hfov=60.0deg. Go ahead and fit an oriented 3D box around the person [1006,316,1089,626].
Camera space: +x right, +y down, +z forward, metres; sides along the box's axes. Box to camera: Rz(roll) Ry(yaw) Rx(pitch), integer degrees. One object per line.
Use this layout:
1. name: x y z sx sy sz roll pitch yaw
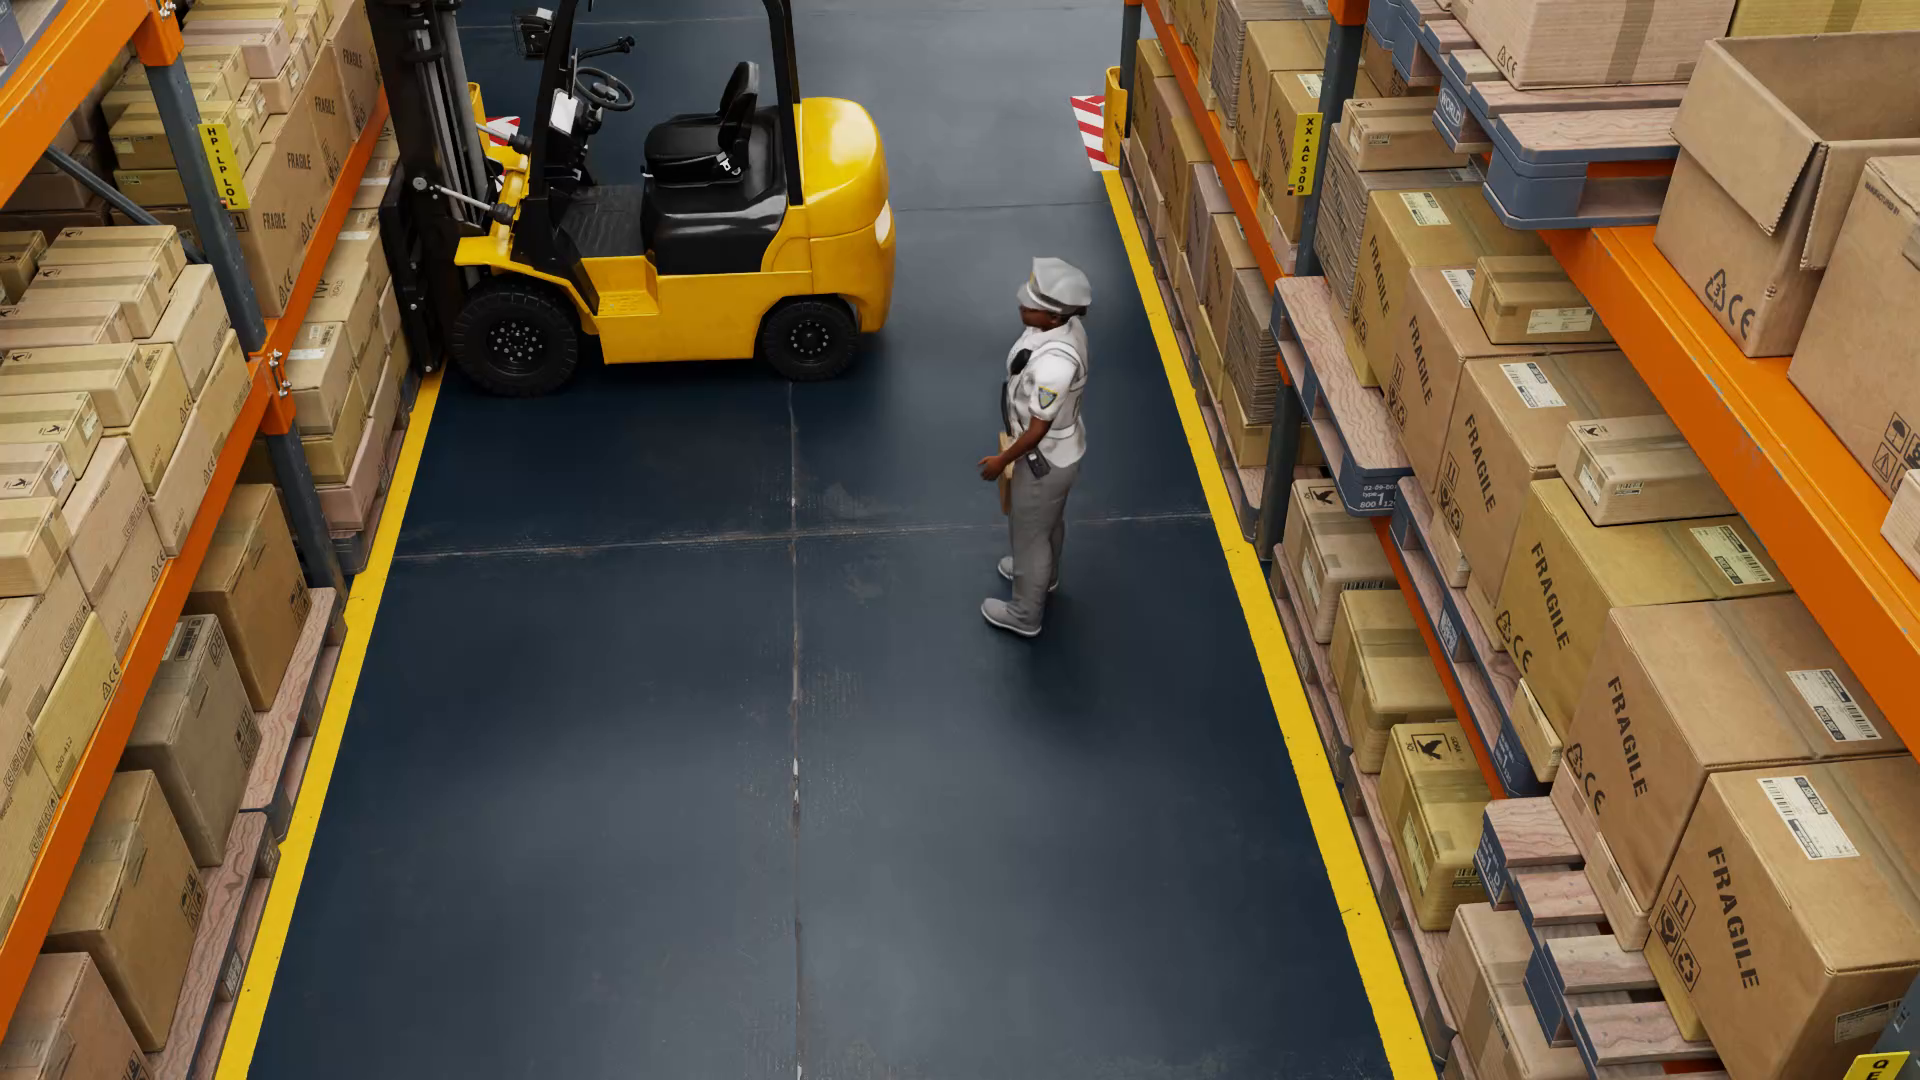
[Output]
1. person: 0.331 -0.285 6.595 0.328 1.369 0.418 4 39 5
